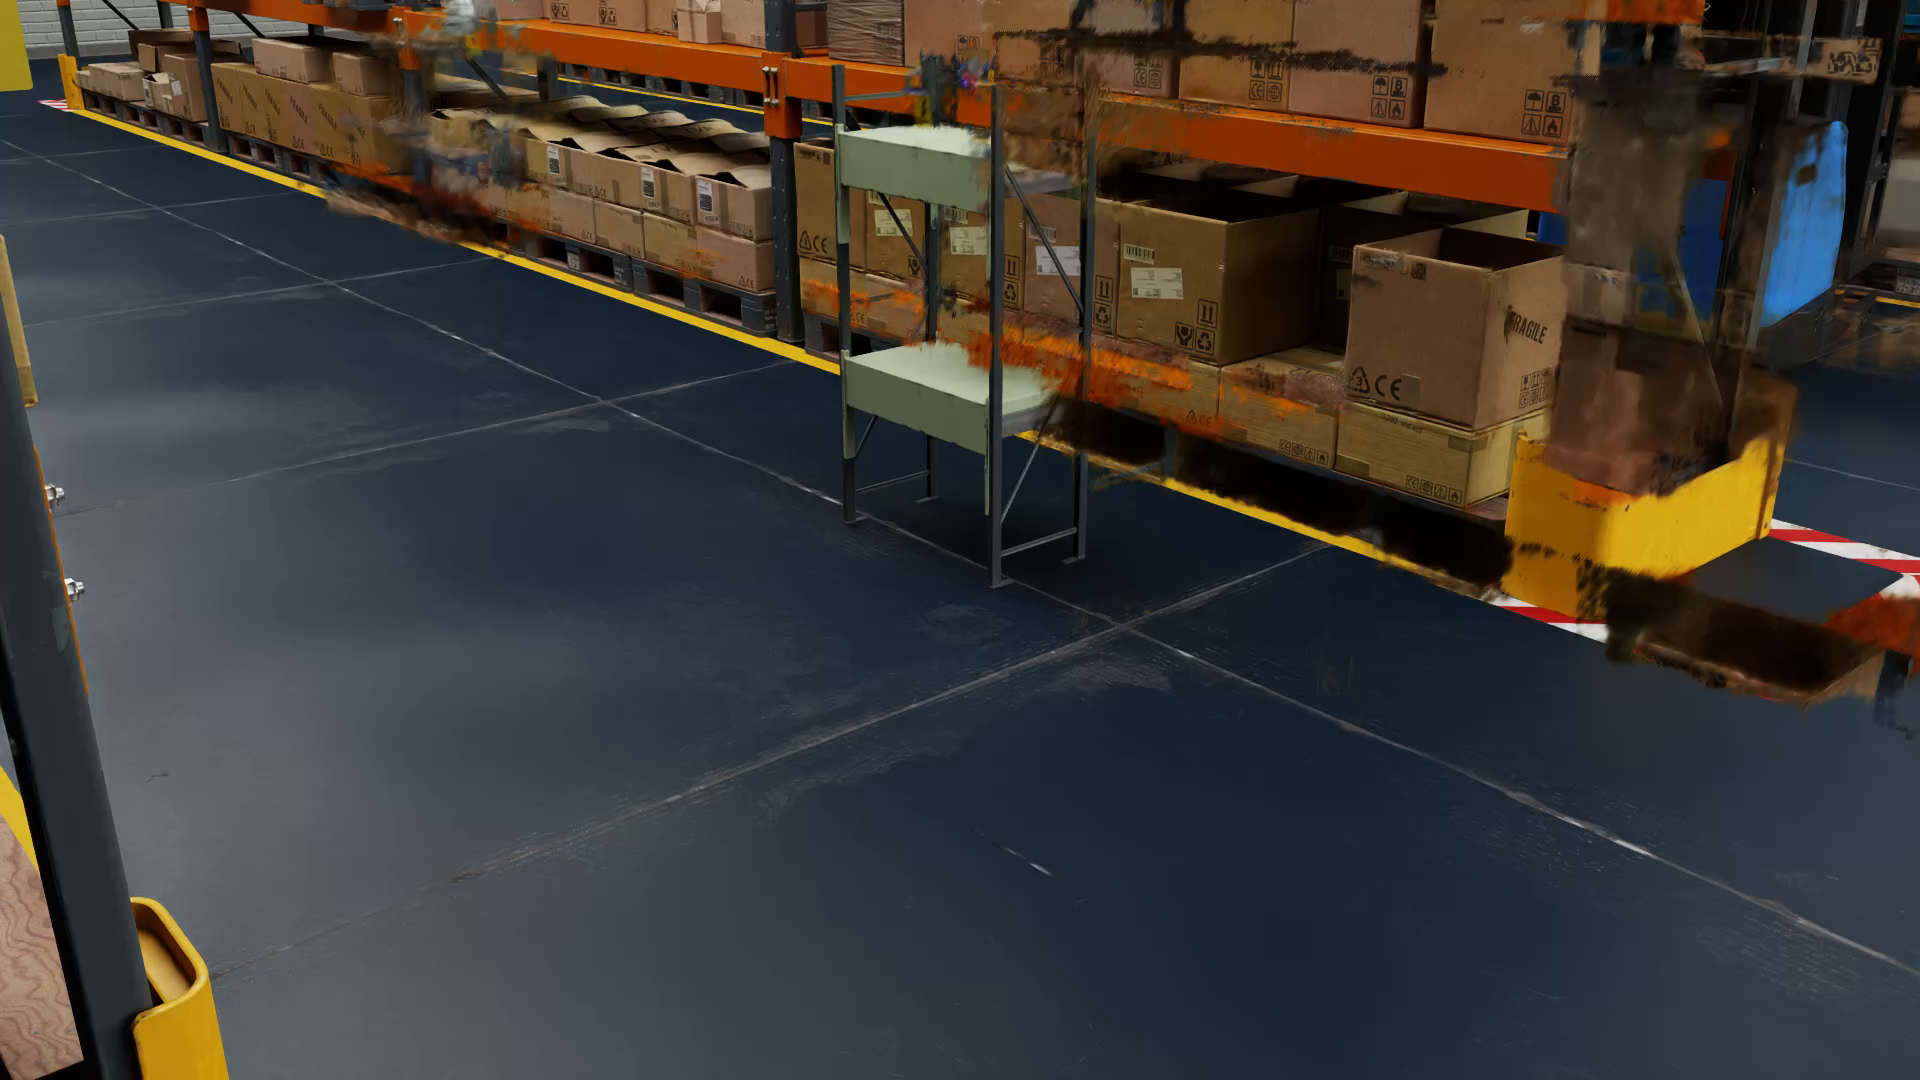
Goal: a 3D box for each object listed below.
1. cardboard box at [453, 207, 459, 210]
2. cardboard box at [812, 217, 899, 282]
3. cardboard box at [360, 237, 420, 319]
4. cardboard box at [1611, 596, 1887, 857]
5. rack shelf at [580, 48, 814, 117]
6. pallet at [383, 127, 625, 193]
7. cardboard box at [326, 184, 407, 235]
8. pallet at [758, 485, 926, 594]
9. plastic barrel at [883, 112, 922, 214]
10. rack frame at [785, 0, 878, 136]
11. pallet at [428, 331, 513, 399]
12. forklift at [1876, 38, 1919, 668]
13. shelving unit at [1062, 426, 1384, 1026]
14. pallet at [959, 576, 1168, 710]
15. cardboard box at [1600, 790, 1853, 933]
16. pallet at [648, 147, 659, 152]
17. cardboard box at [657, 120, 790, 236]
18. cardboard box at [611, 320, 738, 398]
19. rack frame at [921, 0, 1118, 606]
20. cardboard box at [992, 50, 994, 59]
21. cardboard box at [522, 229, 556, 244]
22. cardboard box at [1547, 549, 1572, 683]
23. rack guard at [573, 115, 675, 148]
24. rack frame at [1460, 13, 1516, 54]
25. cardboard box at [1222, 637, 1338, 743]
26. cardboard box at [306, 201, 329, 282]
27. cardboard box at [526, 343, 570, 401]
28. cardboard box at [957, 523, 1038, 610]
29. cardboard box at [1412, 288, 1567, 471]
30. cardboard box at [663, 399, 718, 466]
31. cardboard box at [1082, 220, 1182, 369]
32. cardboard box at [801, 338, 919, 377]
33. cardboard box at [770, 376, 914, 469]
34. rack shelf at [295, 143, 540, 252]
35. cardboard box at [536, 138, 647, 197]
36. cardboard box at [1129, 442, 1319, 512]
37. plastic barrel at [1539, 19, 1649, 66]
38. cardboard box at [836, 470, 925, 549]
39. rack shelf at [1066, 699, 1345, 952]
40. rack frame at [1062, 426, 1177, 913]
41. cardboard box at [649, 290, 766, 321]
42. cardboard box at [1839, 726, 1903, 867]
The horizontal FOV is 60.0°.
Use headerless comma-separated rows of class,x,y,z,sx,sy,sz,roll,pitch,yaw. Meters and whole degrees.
cardboard box,-4.817,-3.493,13.113,0.500,0.500,0.500,-17,27,-37
cardboard box,-1.164,-2.585,8.155,0.396,0.266,0.258,-18,28,-39
cardboard box,-4.535,-3.083,12.068,0.500,0.500,0.500,-19,28,-39
cardboard box,1.585,-0.685,5.286,0.500,0.500,0.500,-17,27,-37
rack shelf,-3.224,-6.054,17.815,1.077,0.370,4.000,-17,27,-37
pallet,-3.558,-3.635,10.914,1.213,0.211,1.003,-17,27,-37
cardboard box,-4.889,-3.581,12.309,0.500,0.250,0.500,-17,27,-37
pallet,-0.961,-1.344,8.626,1.003,0.211,1.213,-17,27,-37
plastic barrel,-1.114,-4.705,15.685,0.600,0.901,0.708,-17,27,-37
rack frame,-1.918,-5.837,16.273,1.000,3.000,0.127,-17,27,-37
pallet,-3.521,-2.470,11.501,1.003,0.211,1.213,-17,27,-37
forklift,3.861,-2.475,7.785,1.130,2.935,3.031,16,27,36
shelving unit,0.004,-0.697,5.206,0.431,1.500,0.755,-17,27,-37
pallet,0.036,-0.920,7.544,1.003,0.211,1.213,-17,27,-37
cardboard box,1.586,-0.336,5.424,0.500,0.250,0.500,-17,27,-37
pallet,-4.020,-5.406,18.998,1.003,0.211,1.213,-17,27,-37
cardboard box,-1.954,-3.140,9.251,0.500,0.500,0.500,-19,29,-40
cardboard box,-2.262,-2.231,9.491,0.500,0.311,0.500,-18,28,-39
rack frame,-0.451,-2.448,7.622,1.000,3.000,0.127,-17,27,-37
cardboard box,0.296,-6.918,21.371,0.875,0.875,0.875,-17,27,-37
cardboard box,-3.812,-3.071,12.036,0.500,0.500,0.500,-18,28,-38
cardboard box,1.315,-1.081,6.298,0.500,0.500,0.500,-17,27,-37
rack guard,-4.555,-5.781,19.559,1.175,0.500,0.348,-17,27,-37
rack frame,4.445,-5.911,16.462,1.000,3.000,0.127,-17,27,-37
cardboard box,0.598,-0.748,6.474,0.500,0.250,0.500,-17,27,-37
cardboard box,-5.542,-3.508,13.151,0.500,0.500,0.500,-19,28,-40
cardboard box,-2.943,-2.254,10.320,0.500,0.250,0.500,-18,27,-38
cardboard box,-0.378,-1.163,7.535,0.500,0.250,0.500,-17,27,-37
cardboard box,1.199,-1.804,5.840,0.700,0.500,0.500,-17,27,-37
cardboard box,-1.935,-1.831,9.241,0.500,0.250,0.500,-17,27,-36
cardboard box,0.193,-2.230,6.926,0.700,0.500,0.500,-18,28,-38
cardboard box,-1.194,-2.080,9.108,0.500,0.311,0.500,-19,28,-39
cardboard box,-1.277,-1.810,8.419,0.500,0.311,0.500,-17,27,-36
rack shelf,-4.368,-3.771,11.985,1.077,0.370,4.000,-17,27,-37
cardboard box,-2.858,-3.401,10.176,0.500,0.311,0.500,-15,26,-34
cardboard box,0.267,-1.234,6.687,0.500,0.500,0.500,-17,27,-37
plastic barrel,3.281,-4.039,10.995,0.600,0.901,0.708,-17,27,-37
cardboard box,-0.941,-1.409,8.163,0.500,0.250,0.500,-18,28,-38
rack shelf,0.004,-0.393,5.325,0.431,0.370,0.720,-17,27,-37
rack frame,-0.235,-0.798,5.464,0.400,1.500,0.023,-17,27,-37
cardboard box,-2.189,-2.502,10.183,0.500,0.311,0.500,-18,28,-38
cardboard box,1.978,-0.459,5.738,0.500,0.250,0.500,-17,27,-37
